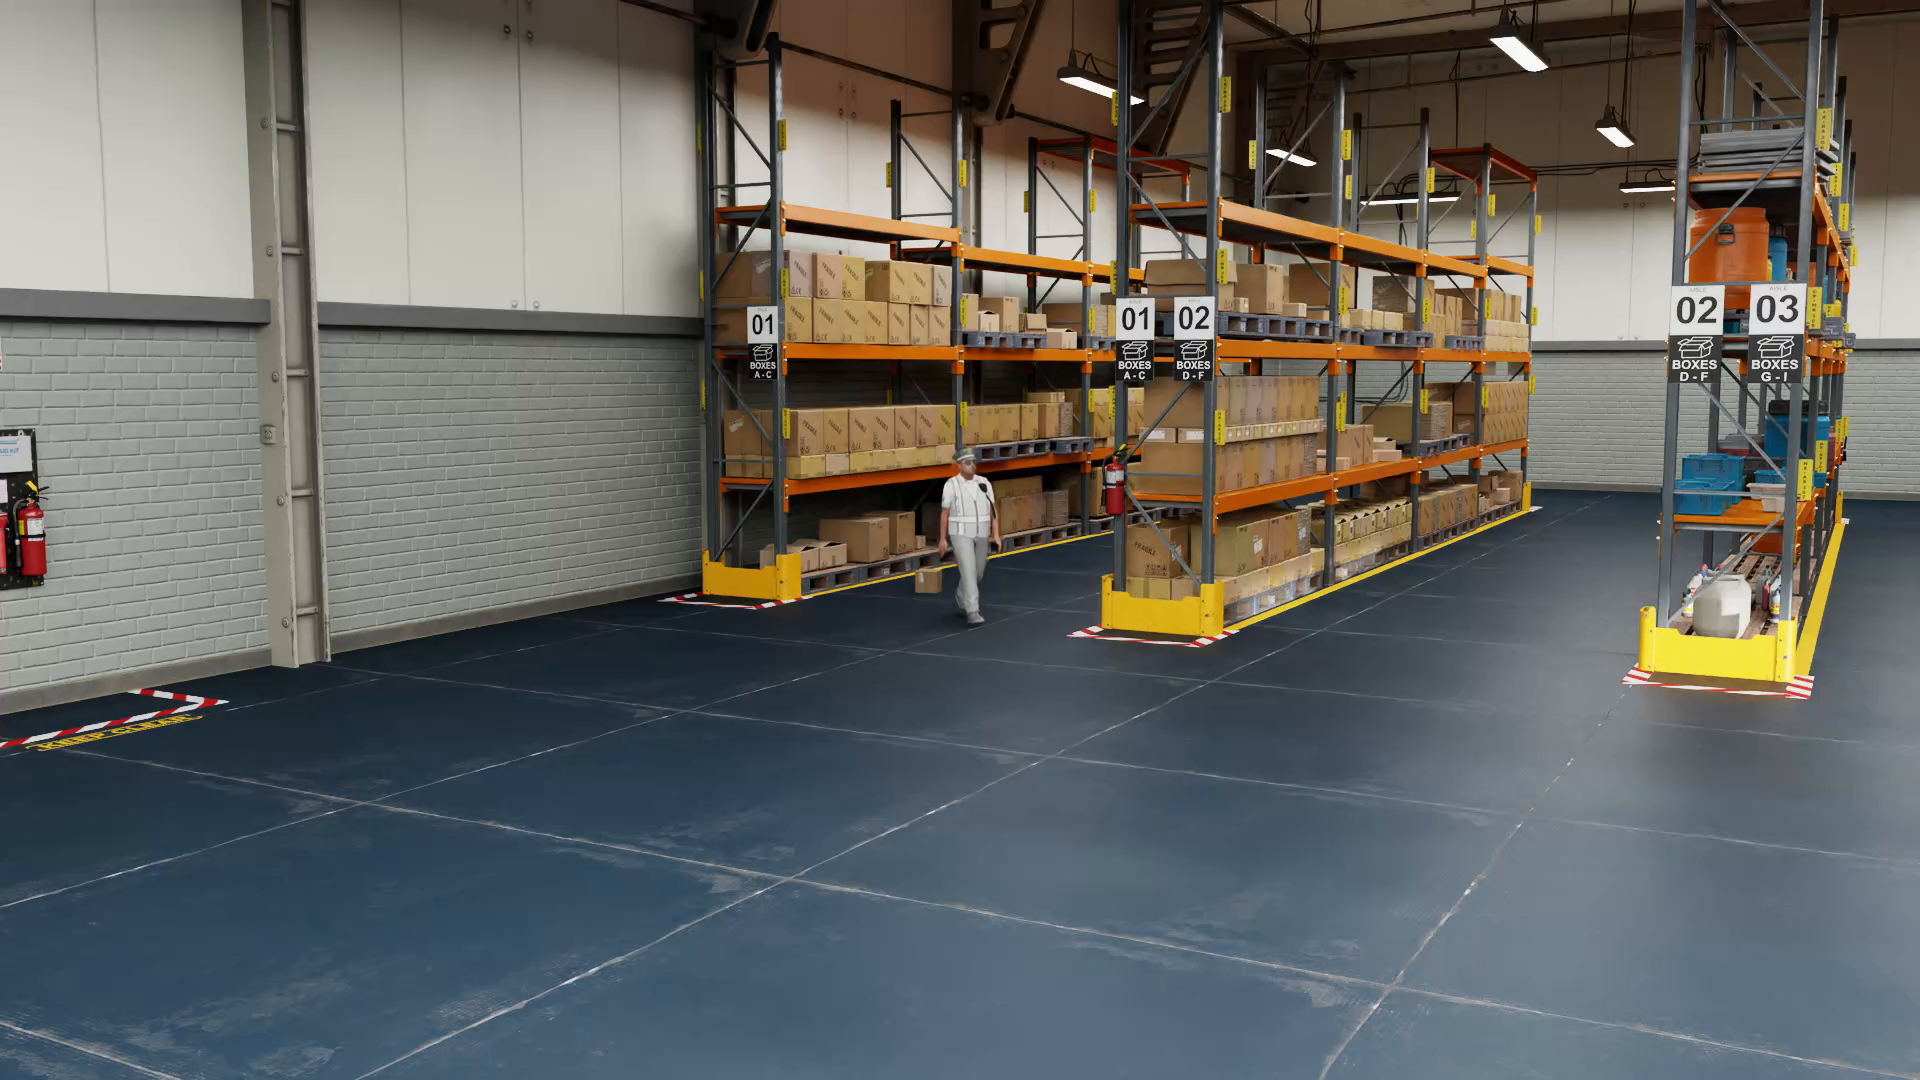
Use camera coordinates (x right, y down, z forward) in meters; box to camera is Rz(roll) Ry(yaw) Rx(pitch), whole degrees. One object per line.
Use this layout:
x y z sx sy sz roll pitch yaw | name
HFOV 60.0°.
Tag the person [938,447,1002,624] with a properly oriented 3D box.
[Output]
0.105 -0.066 16.637 0.564 1.724 1.050 -3 7 -25 | person
